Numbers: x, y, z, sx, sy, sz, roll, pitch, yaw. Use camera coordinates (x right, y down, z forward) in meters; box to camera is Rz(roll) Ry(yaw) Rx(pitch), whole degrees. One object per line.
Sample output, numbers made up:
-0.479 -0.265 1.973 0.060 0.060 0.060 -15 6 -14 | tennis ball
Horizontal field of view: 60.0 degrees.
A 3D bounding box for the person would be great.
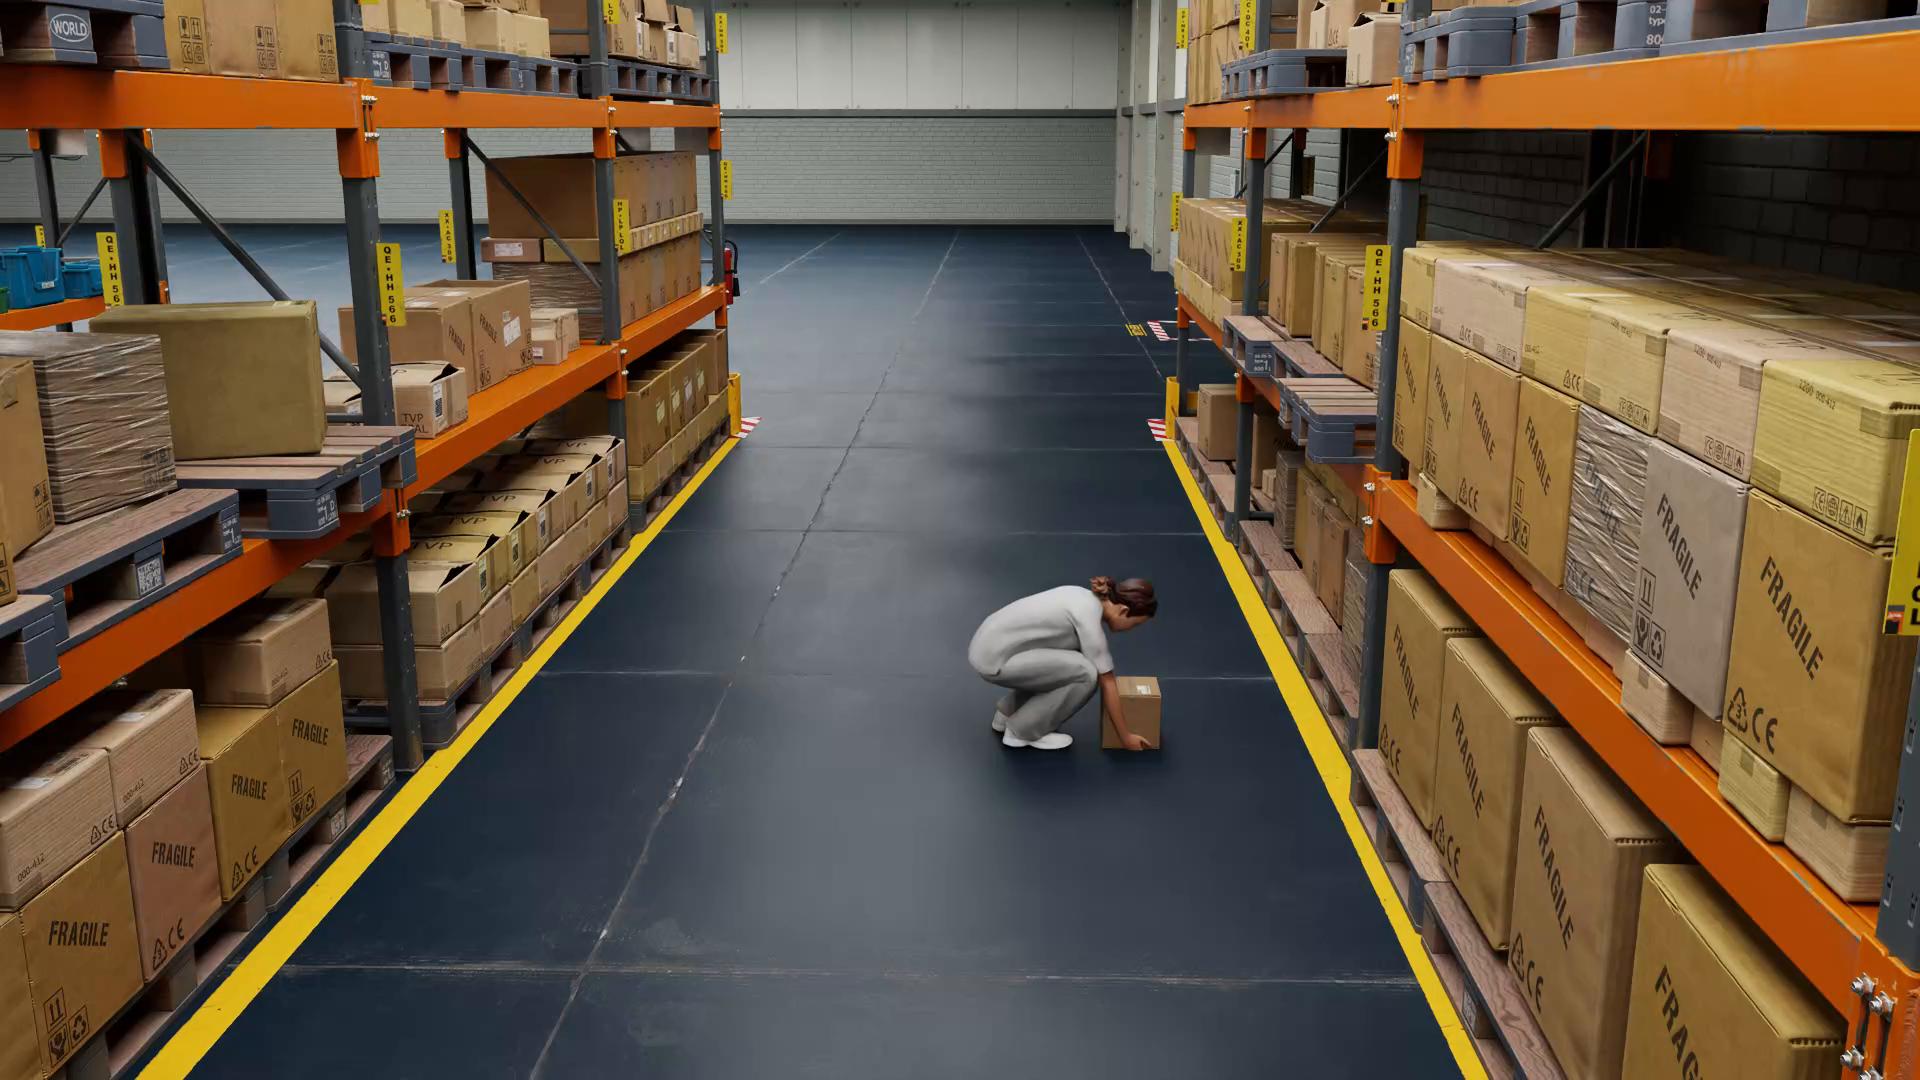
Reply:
0.451 0.551 7.343 0.845 0.785 0.460 0 14 0 | person
